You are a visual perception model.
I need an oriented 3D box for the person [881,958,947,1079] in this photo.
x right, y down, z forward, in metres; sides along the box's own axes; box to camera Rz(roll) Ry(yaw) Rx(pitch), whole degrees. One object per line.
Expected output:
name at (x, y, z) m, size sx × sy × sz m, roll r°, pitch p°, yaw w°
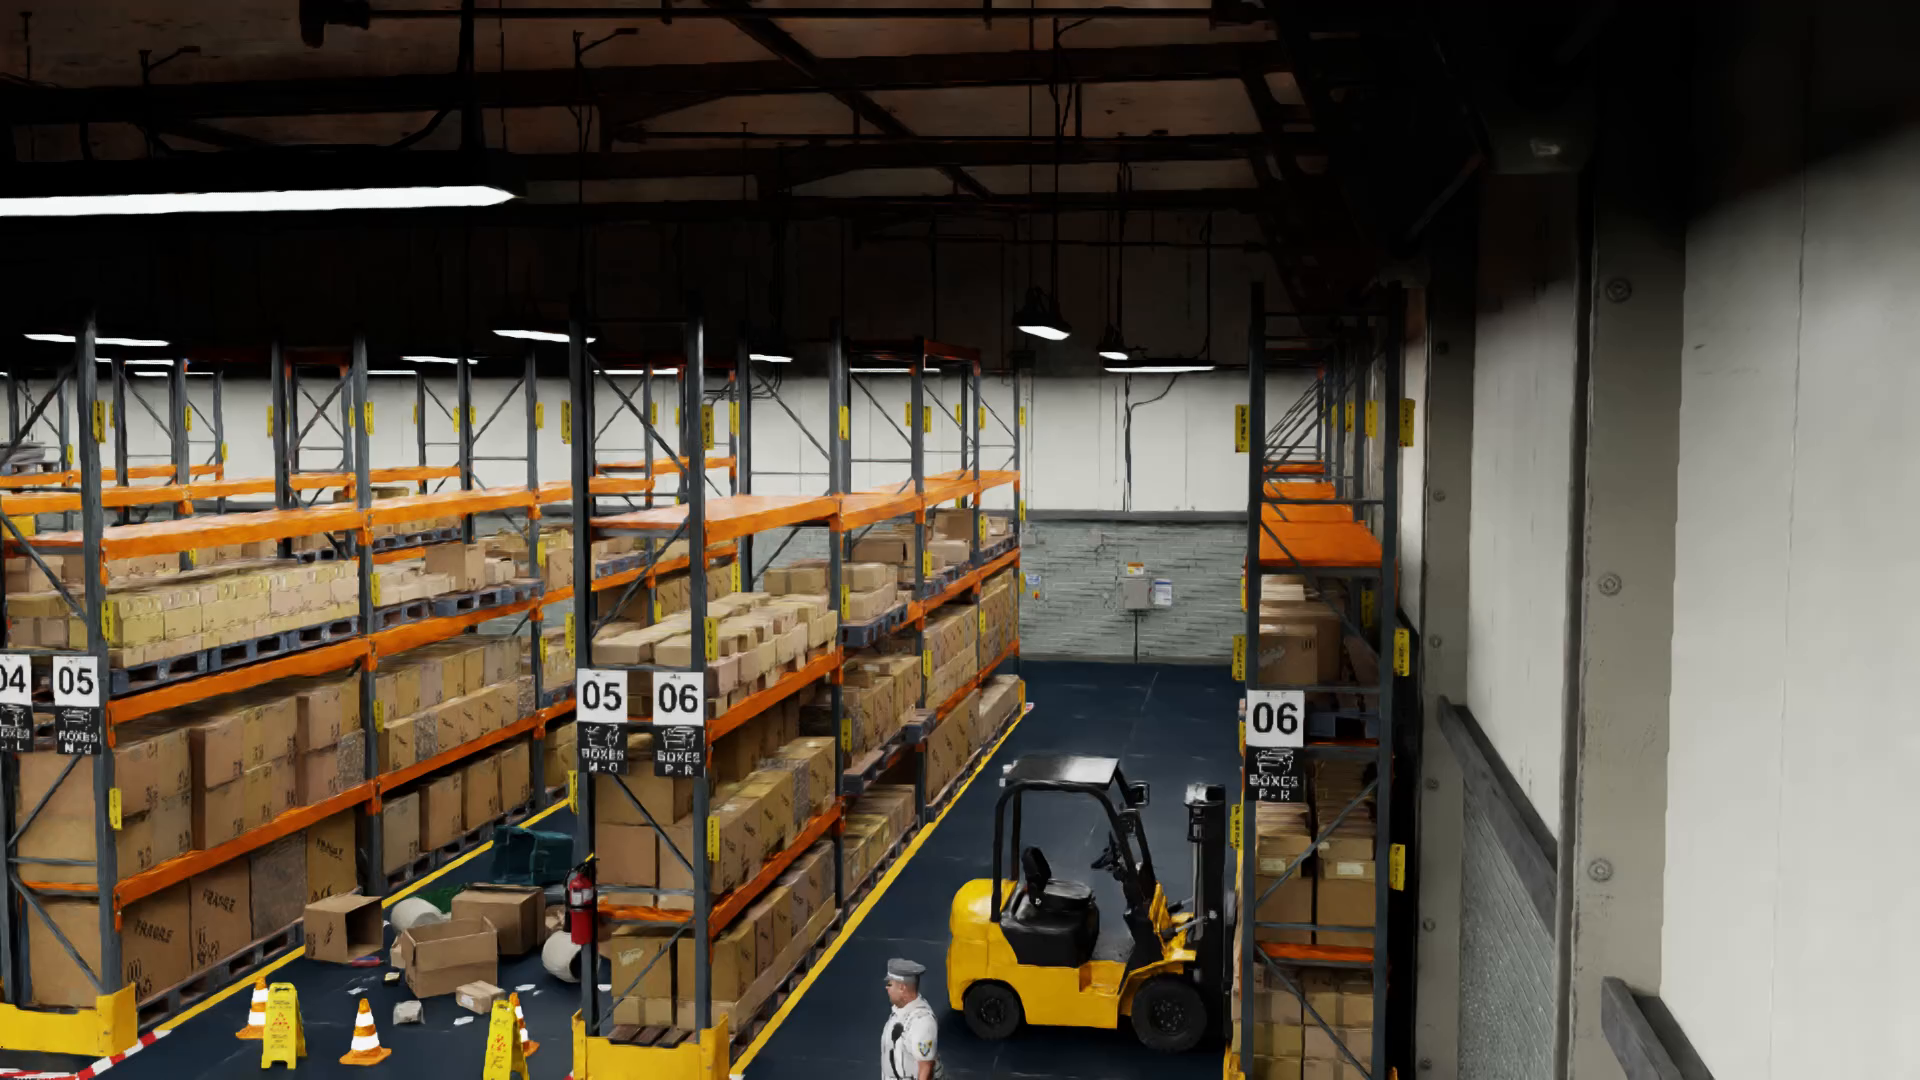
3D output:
person at (-0.234, 3.466, 10.348) m, size 0.631 × 1.737 × 0.586 m, roll -2°, pitch 5°, yaw -22°
